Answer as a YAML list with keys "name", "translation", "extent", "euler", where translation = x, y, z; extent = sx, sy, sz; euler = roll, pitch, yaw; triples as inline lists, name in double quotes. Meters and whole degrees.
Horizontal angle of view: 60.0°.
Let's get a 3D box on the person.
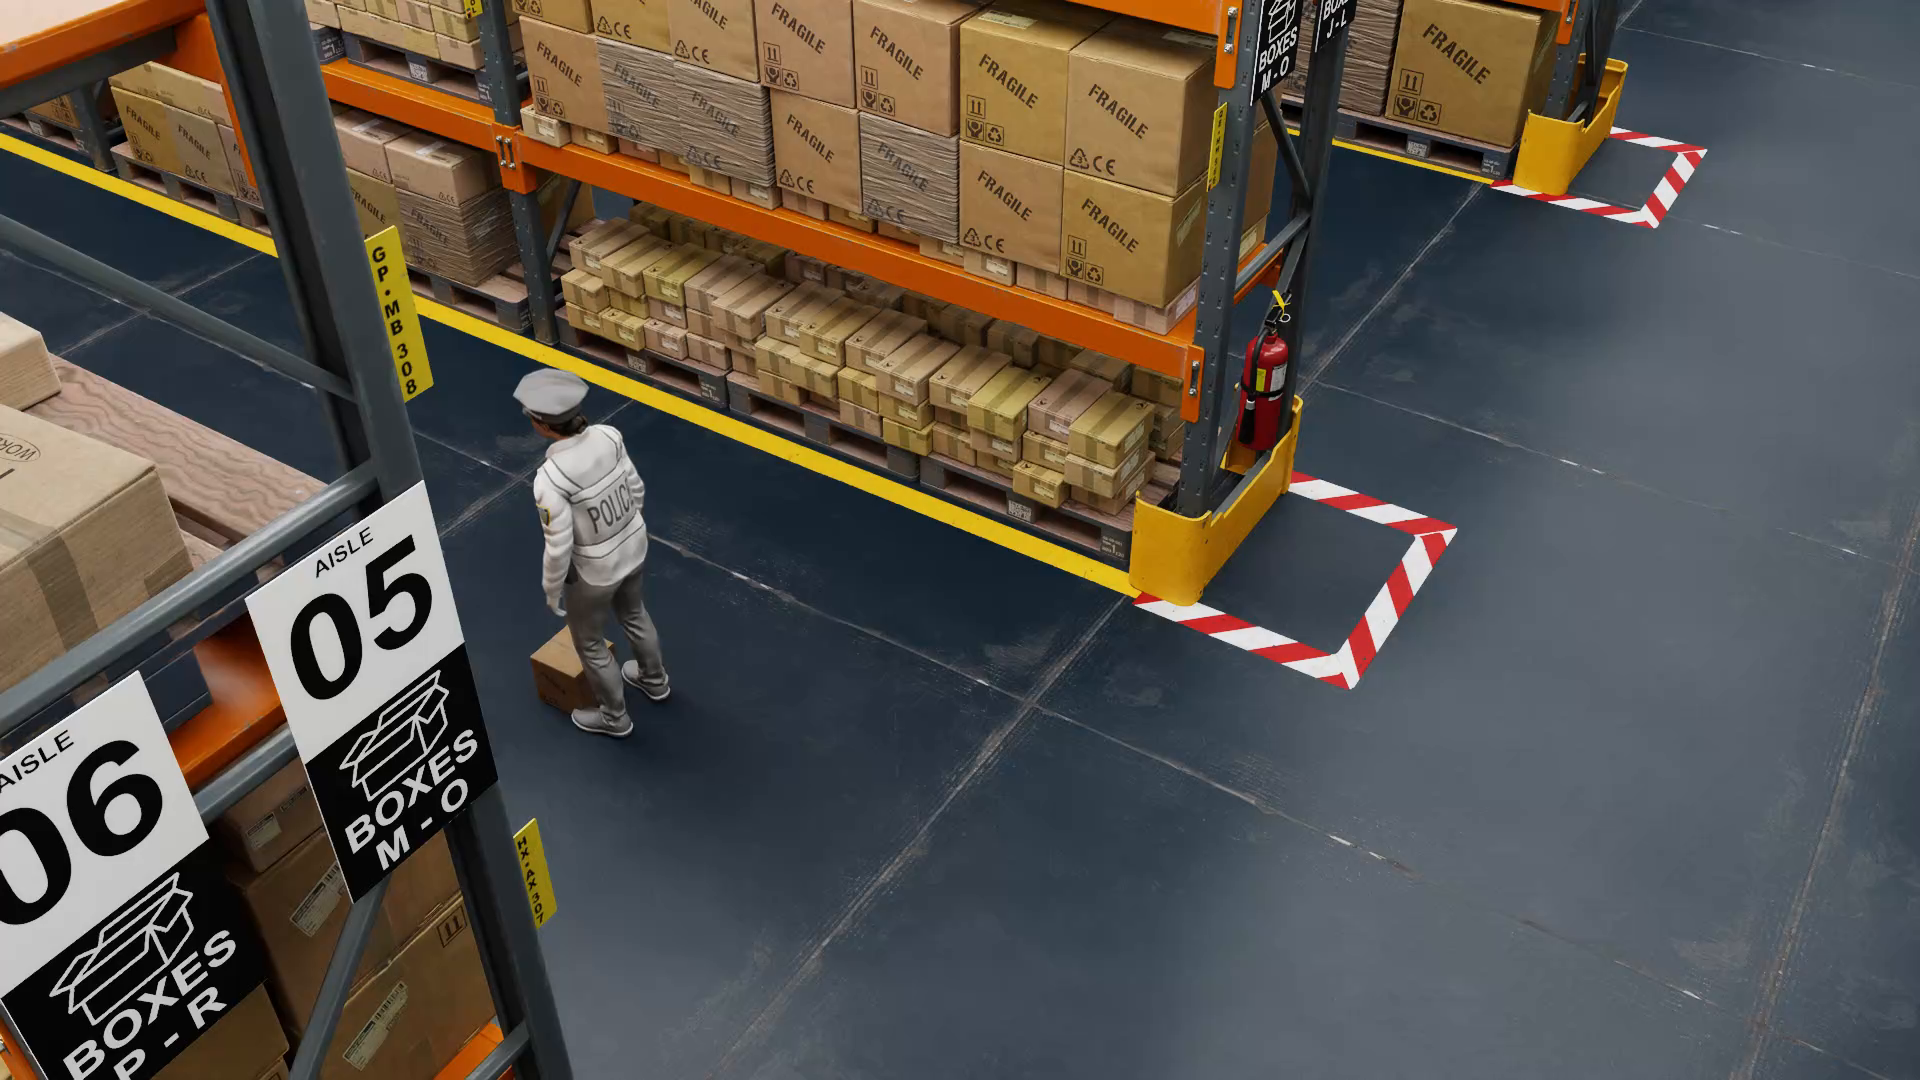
- name: "person"
  translation: [-1.438, 0.085, 6.570]
  extent: [0.379, 1.663, 0.536]
  euler: [21, 43, 24]
